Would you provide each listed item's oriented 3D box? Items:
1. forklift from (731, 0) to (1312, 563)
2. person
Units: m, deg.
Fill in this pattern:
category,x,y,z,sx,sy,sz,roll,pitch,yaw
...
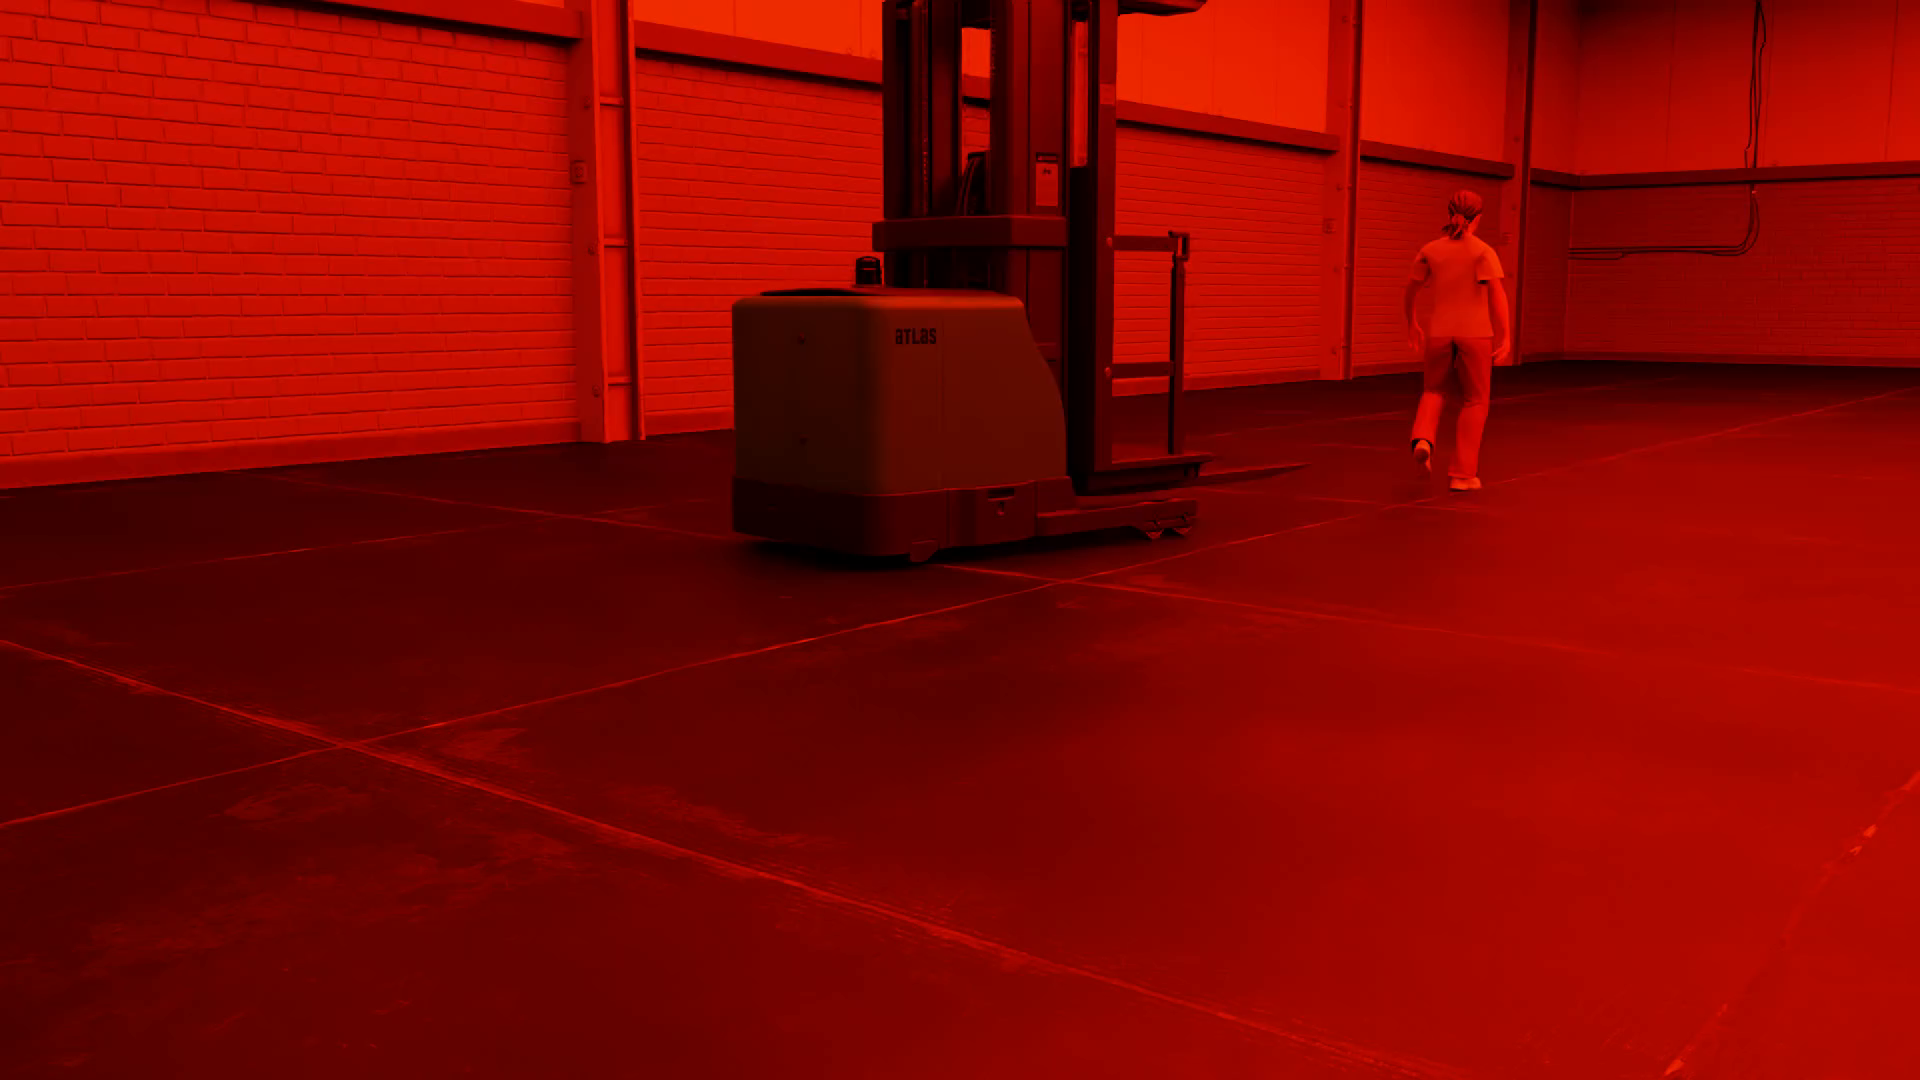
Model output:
category,x,y,z,sx,sy,sz,roll,pitch,yaw
forklift,0.453,-1.511,7.610,3.031,2.935,1.130,-7,11,-41
person,2.754,-1.103,9.239,0.652,1.656,0.490,6,10,34
